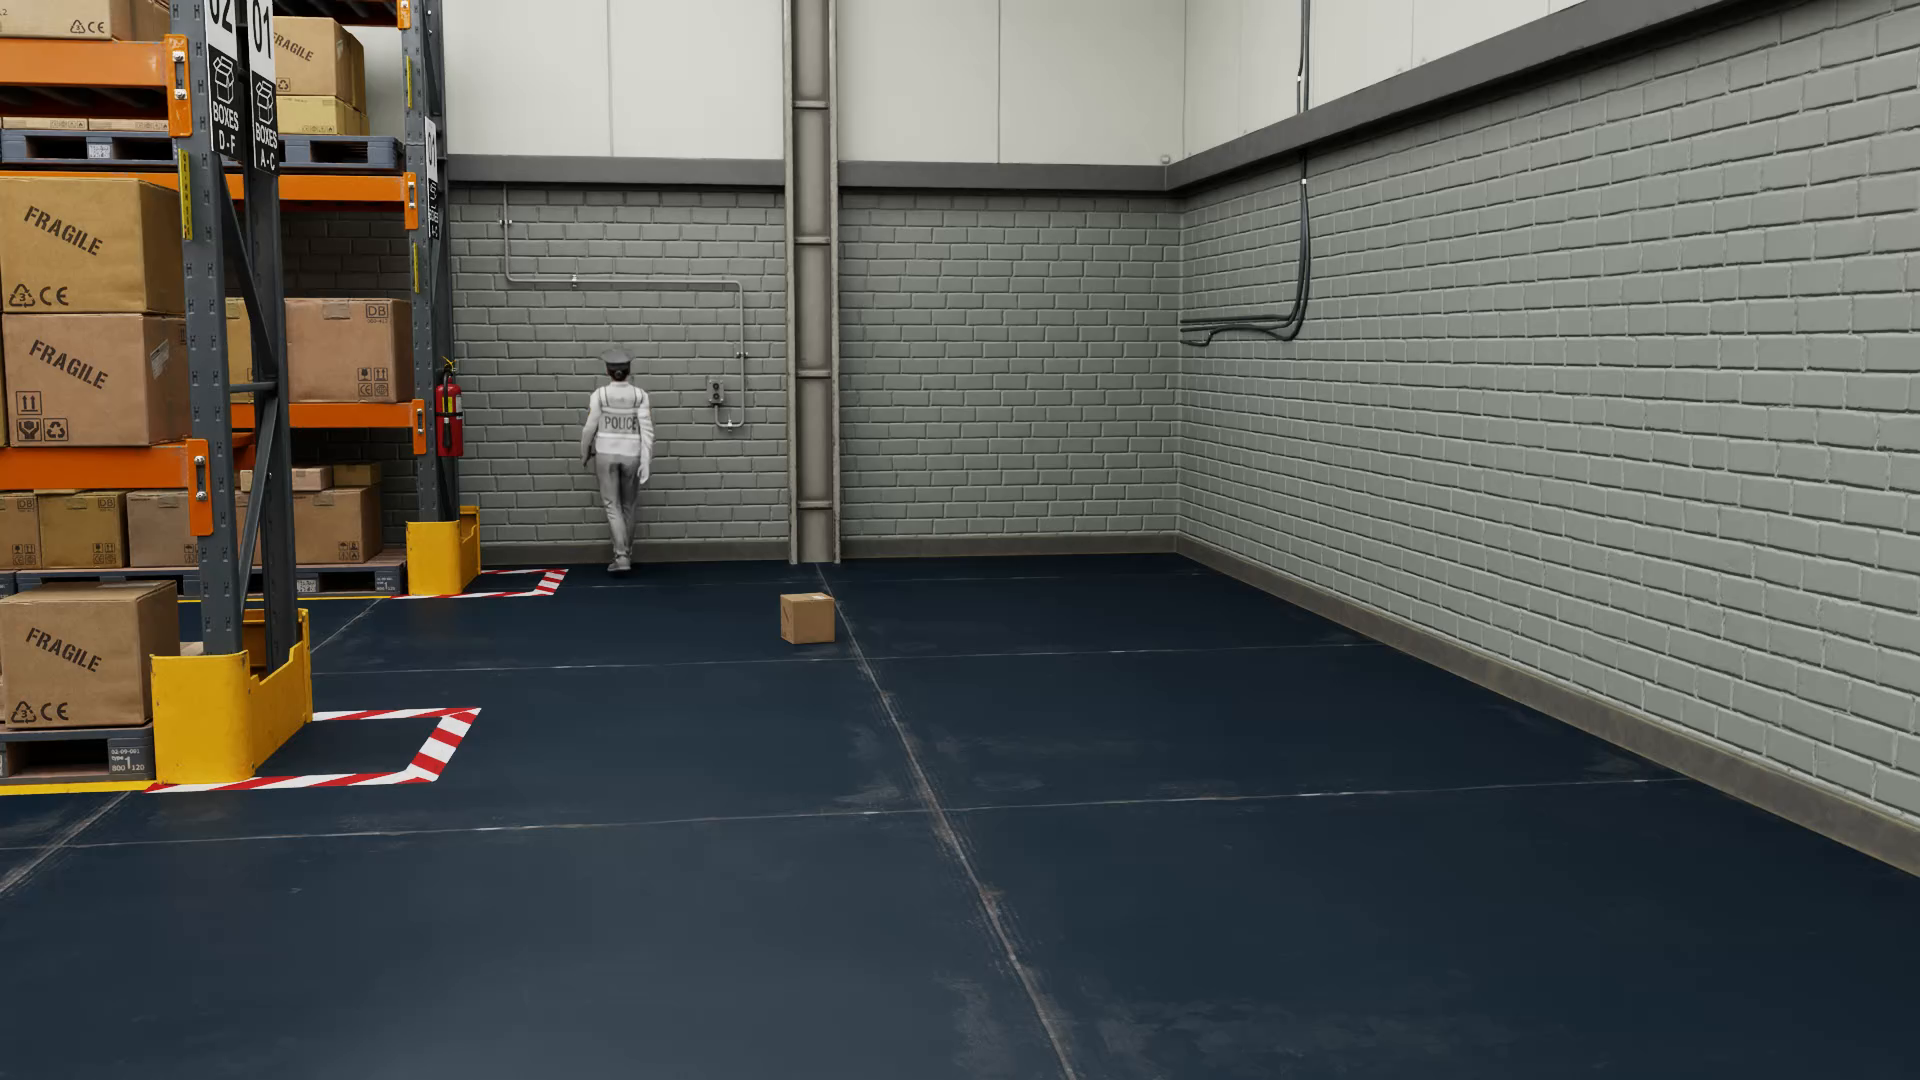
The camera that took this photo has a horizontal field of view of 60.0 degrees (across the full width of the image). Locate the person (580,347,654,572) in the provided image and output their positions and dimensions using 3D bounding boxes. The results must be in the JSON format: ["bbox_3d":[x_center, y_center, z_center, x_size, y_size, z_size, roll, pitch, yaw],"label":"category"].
[{"bbox_3d":[-2.590,-0.612,12.409,0.493,1.650,0.852,-4,8,-29],"label":"person"}]
